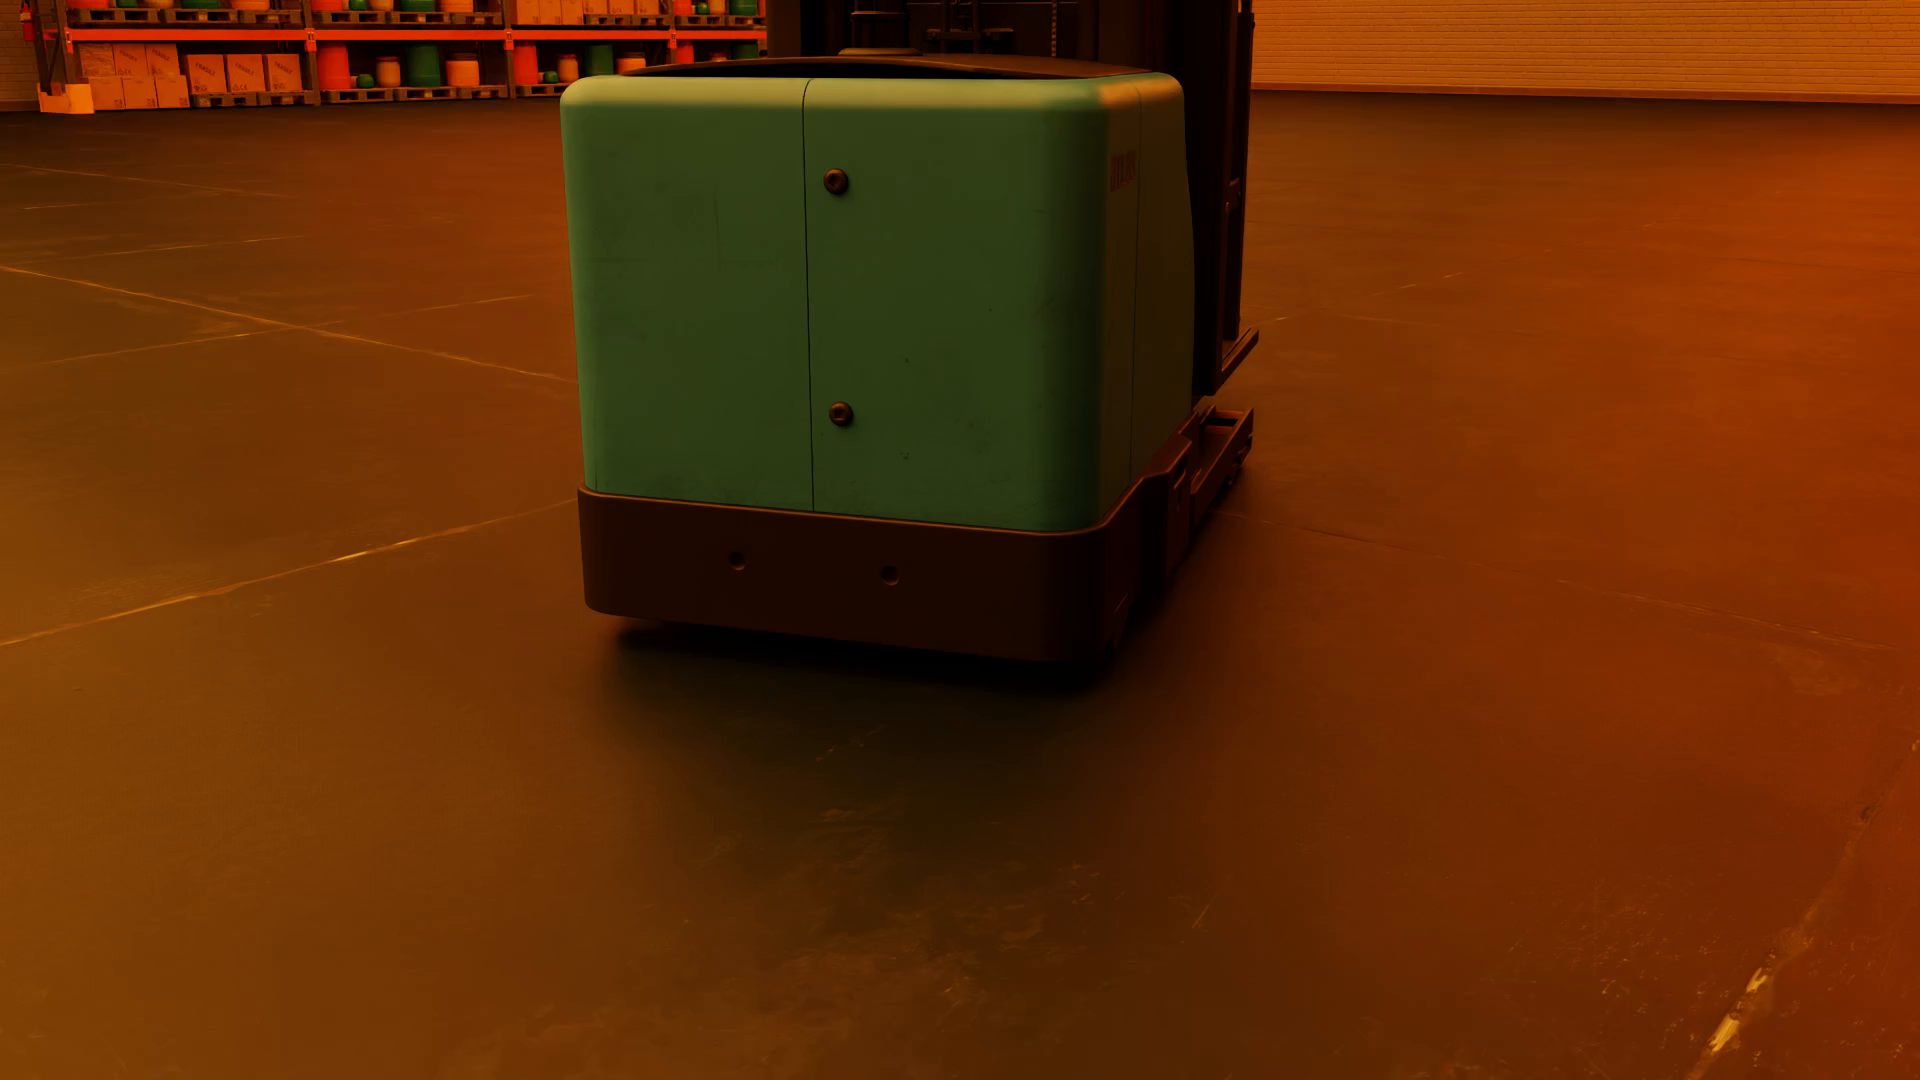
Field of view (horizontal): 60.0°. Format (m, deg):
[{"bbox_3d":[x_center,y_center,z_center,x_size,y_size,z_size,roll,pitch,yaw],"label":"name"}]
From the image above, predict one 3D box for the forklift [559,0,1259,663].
[{"bbox_3d":[0.182,-1.571,4.072,1.130,2.935,3.031,5,18,17],"label":"forklift"}]
